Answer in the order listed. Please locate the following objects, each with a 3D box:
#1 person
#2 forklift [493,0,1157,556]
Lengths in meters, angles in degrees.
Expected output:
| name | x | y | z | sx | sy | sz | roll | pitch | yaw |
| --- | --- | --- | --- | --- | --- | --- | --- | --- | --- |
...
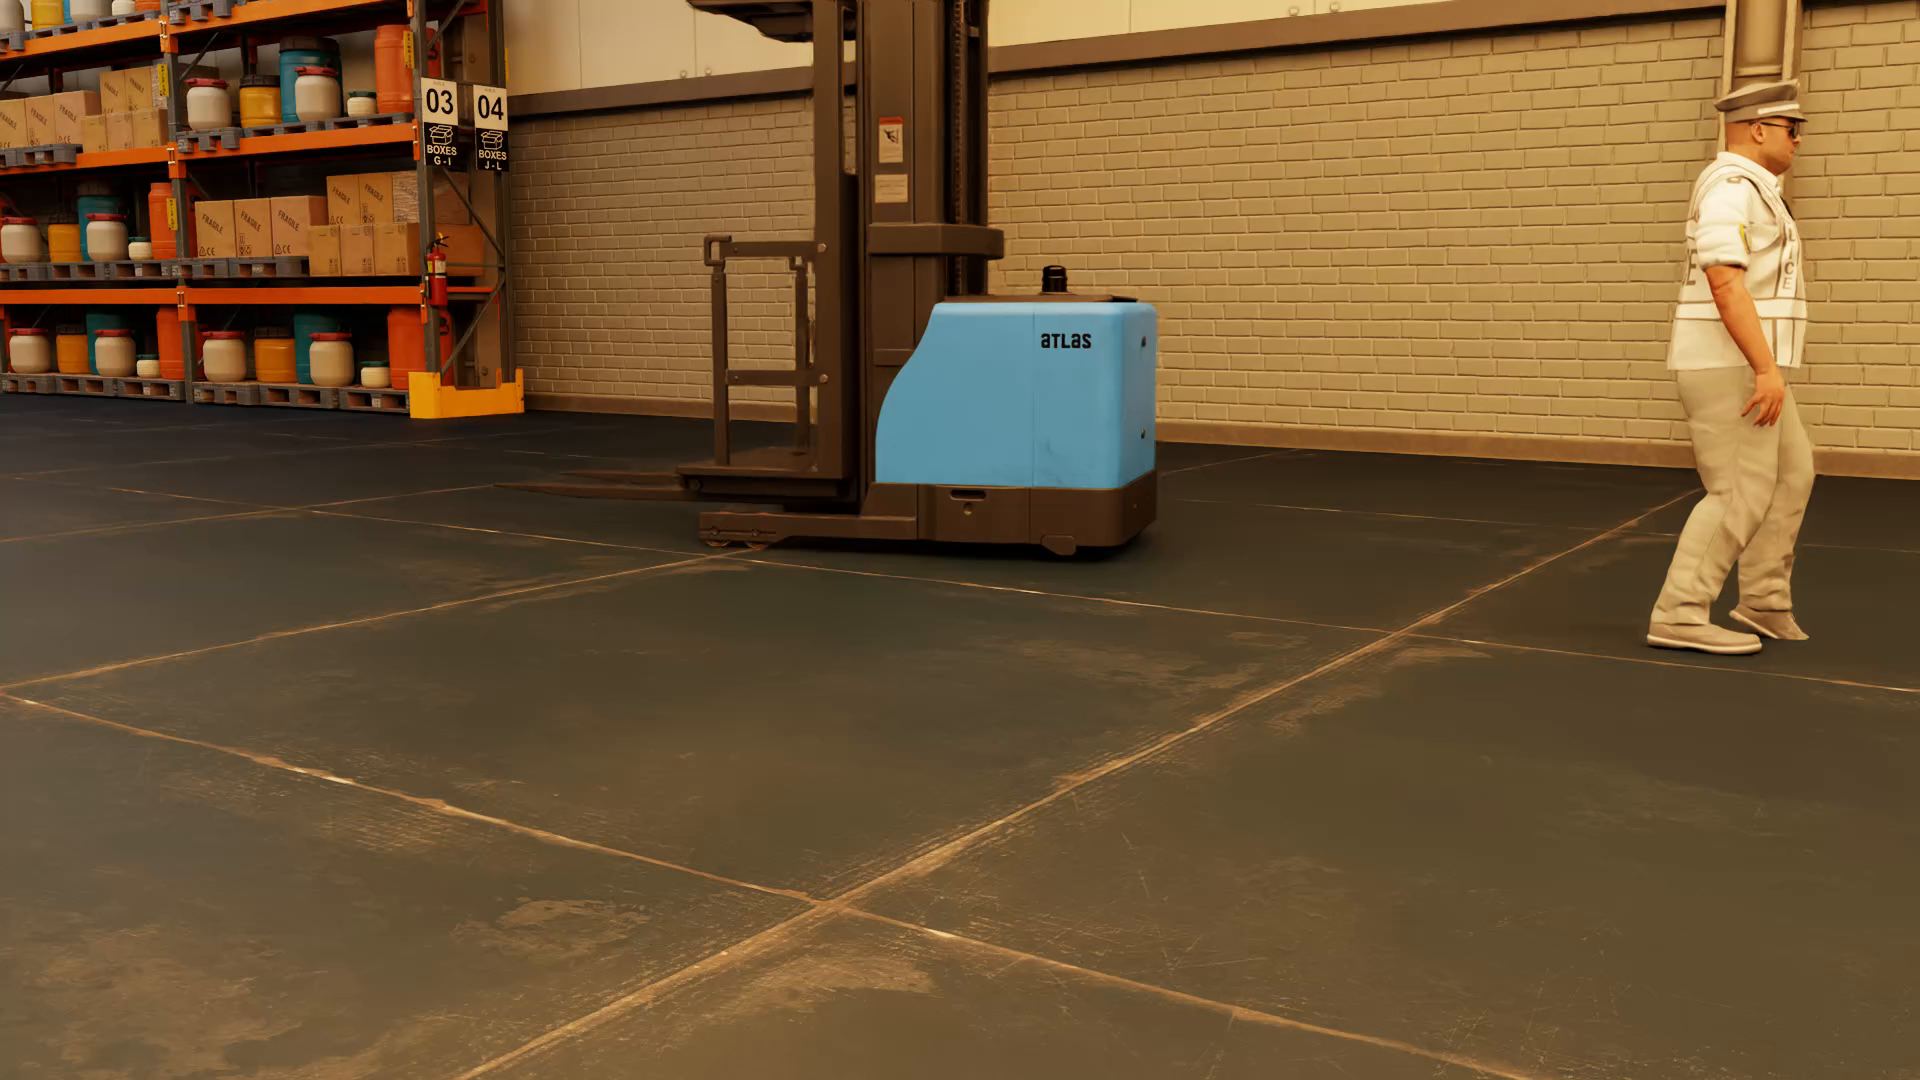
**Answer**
| name | x | y | z | sx | sy | sz | roll | pitch | yaw |
| --- | --- | --- | --- | --- | --- | --- | --- | --- | --- |
| person | 2.455 | -0.489 | 5.123 | 0.541 | 1.814 | 0.631 | 3 | 9 | 22 |
| forklift | -0.658 | -1.477 | 7.579 | 3.031 | 2.935 | 1.130 | 2 | 8 | 16 |
